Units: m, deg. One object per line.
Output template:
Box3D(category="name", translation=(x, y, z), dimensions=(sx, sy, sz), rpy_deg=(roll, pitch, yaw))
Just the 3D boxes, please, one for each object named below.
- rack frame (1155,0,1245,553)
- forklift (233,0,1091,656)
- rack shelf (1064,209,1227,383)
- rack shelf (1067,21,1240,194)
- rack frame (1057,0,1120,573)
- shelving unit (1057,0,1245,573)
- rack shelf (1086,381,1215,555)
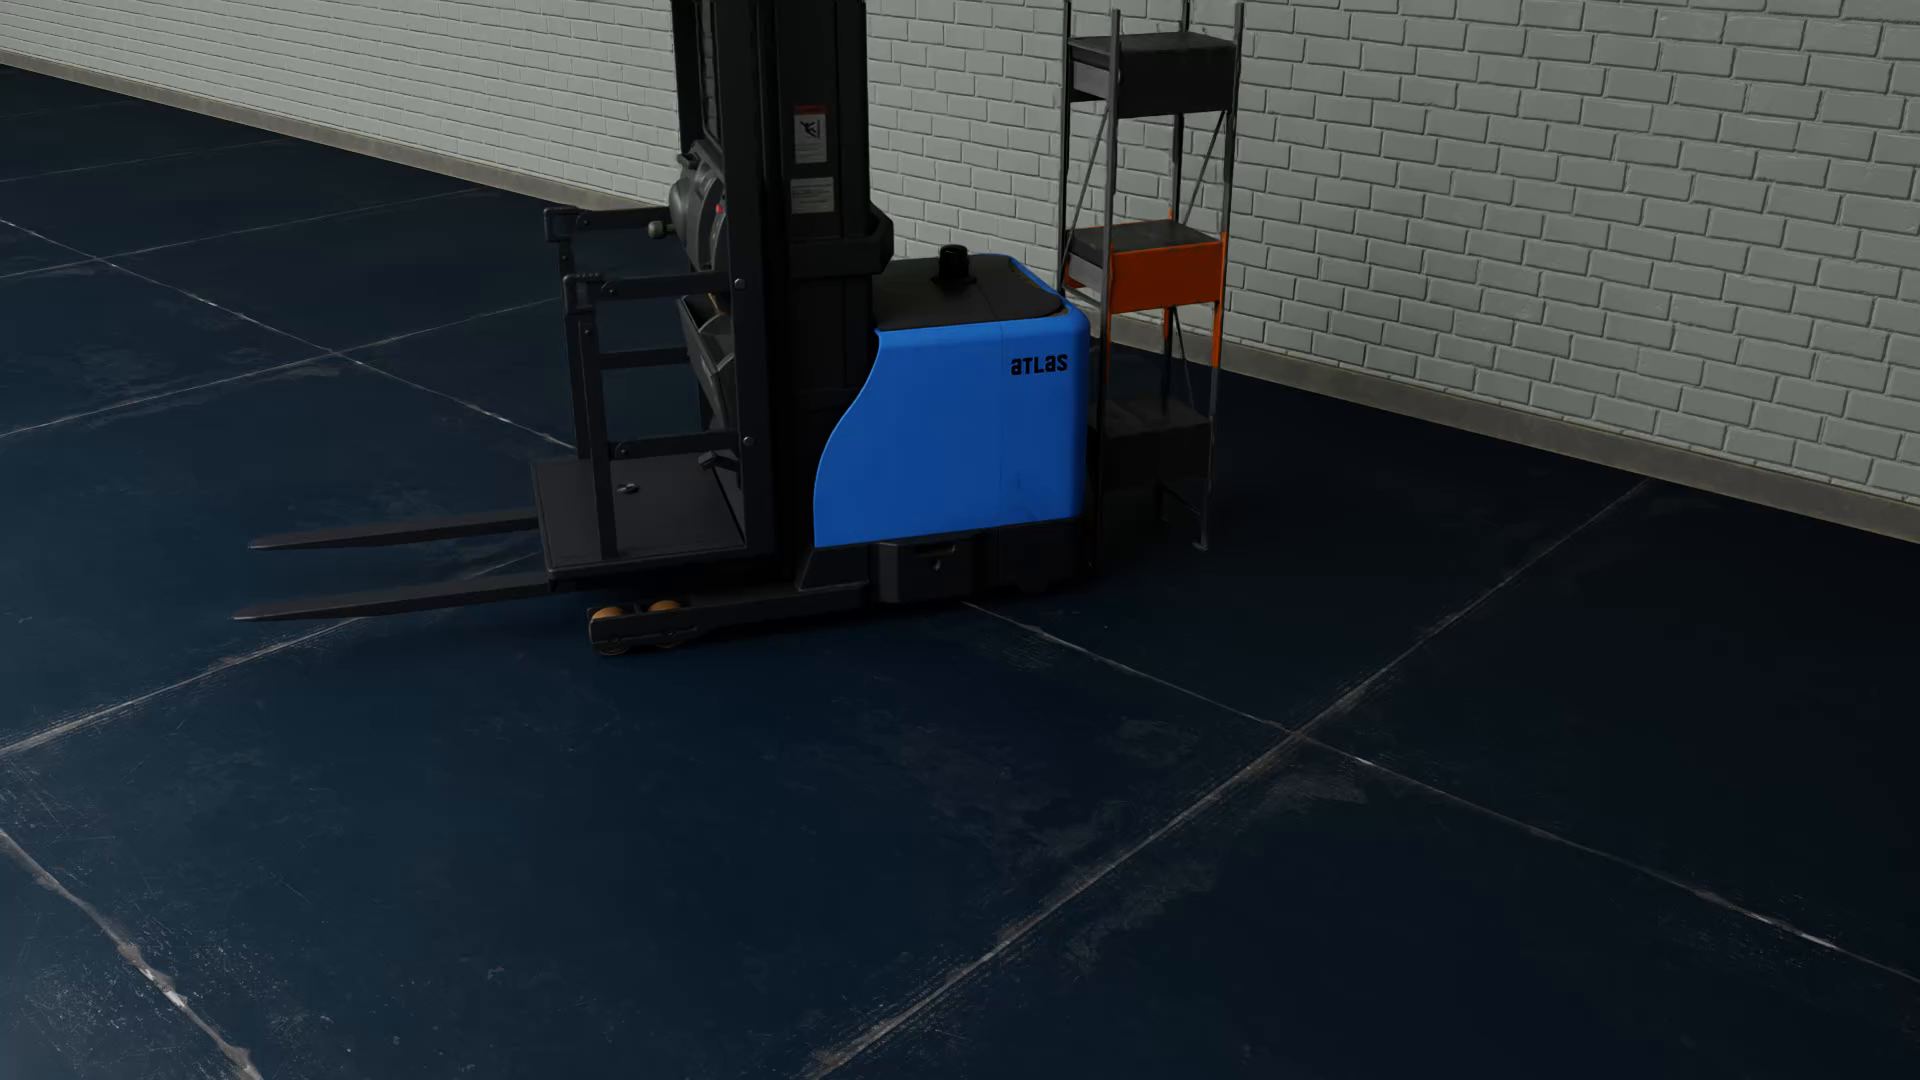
Box3D(category="rack frame", translation=(0.904, -0.983, 6.376), dimensions=(0.015, 2.100, 0.400), rpy_deg=(-10, 26, -21))
Box3D(category="forklift", translation=(-1.094, -1.173, 5.783), dimensions=(3.031, 2.935, 1.130), rpy_deg=(-7, 25, -15))
Box3D(category="rack shelf", translation=(0.680, -0.931, 6.293), dimensions=(0.480, 0.518, 0.431), rpy_deg=(-10, 26, -21))
Box3D(category="rack shelf", translation=(0.680, -1.570, 6.007), dimensions=(0.480, 0.518, 0.431), rpy_deg=(-10, 26, -21))
Box3D(category="rack frame", translation=(0.456, -0.904, 6.200), dimensions=(0.015, 2.100, 0.400), rpy_deg=(-10, 26, -21))
Box3D(category="shelving unit", translation=(0.680, -0.944, 6.288), dimensions=(0.503, 2.100, 0.431), rpy_deg=(-10, 26, -21))
Box3D(category="rack shelf", translation=(0.680, -0.292, 6.580), dimensions=(0.480, 0.518, 0.431), rpy_deg=(-10, 26, -21))
